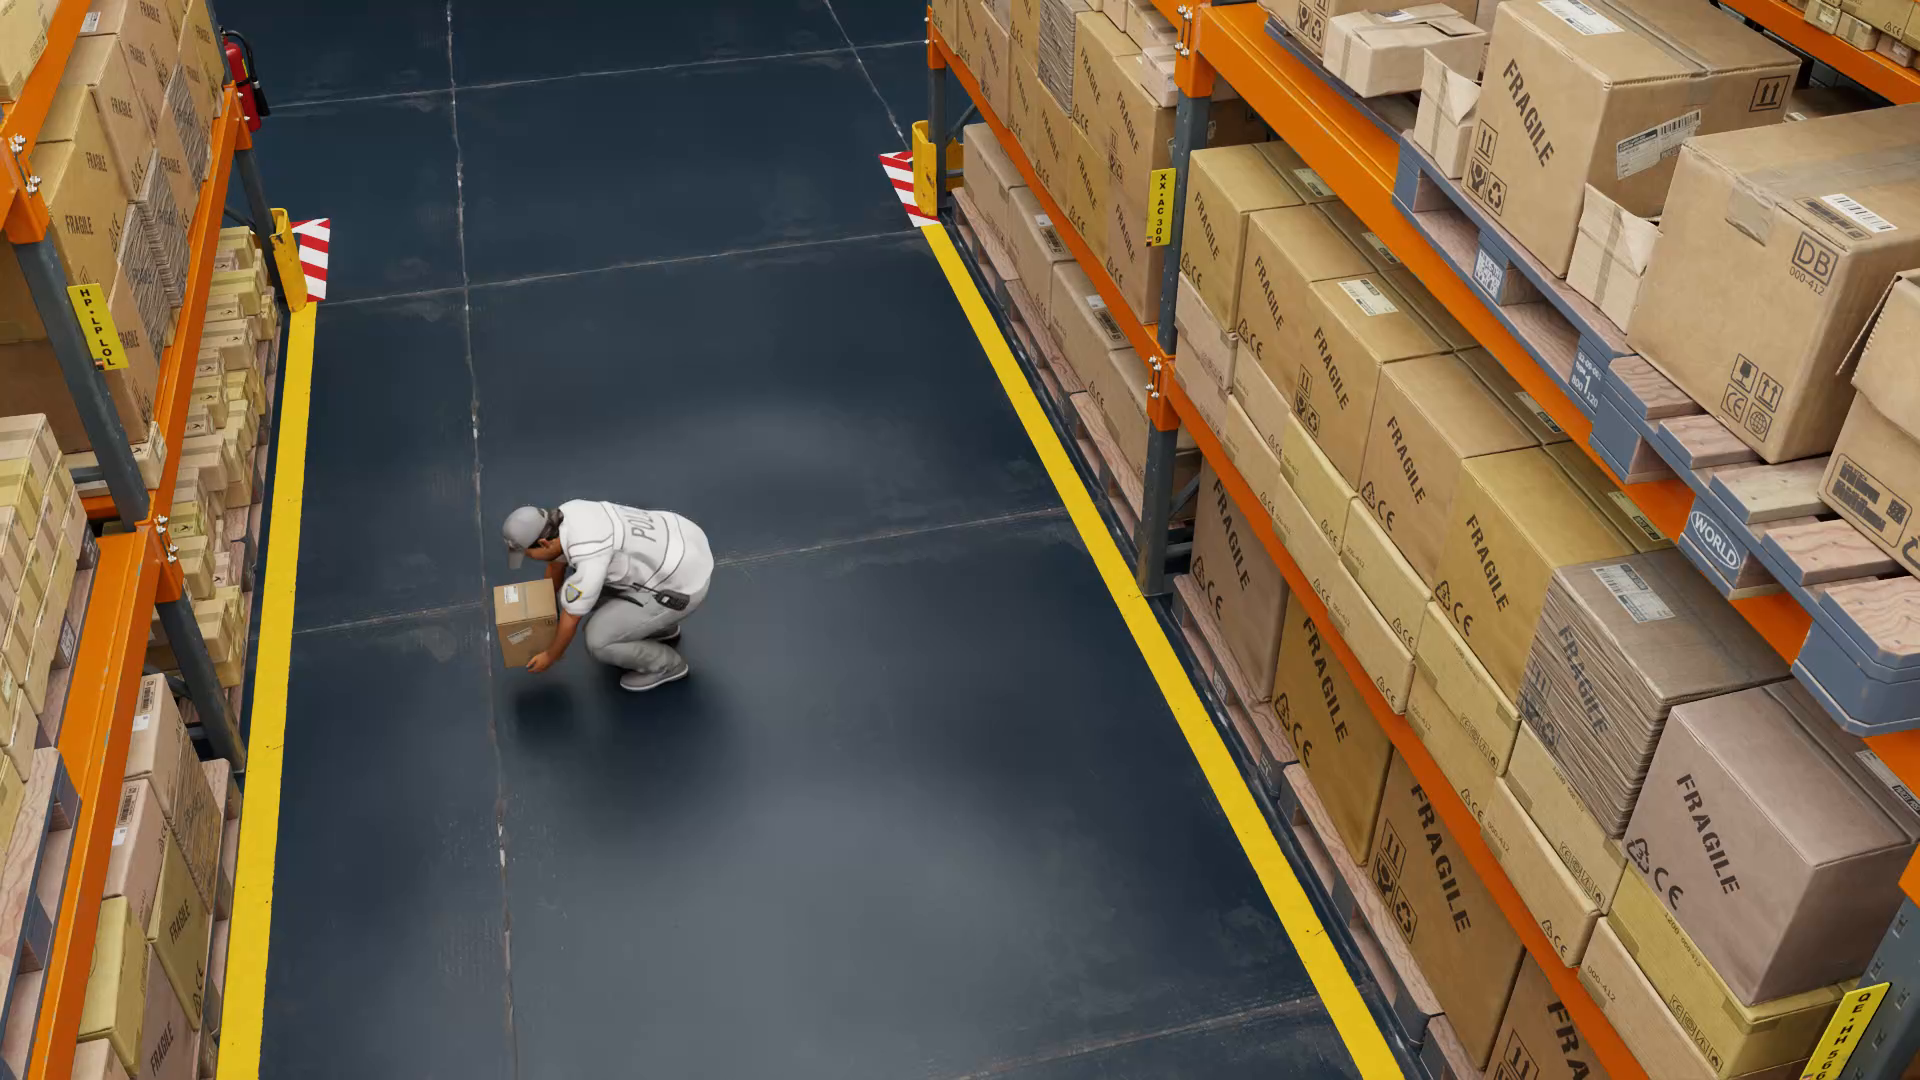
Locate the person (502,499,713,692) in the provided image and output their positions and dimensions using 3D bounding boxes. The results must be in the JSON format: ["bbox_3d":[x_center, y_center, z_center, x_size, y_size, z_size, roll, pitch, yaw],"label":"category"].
[{"bbox_3d":[-1.471,0.184,7.054,0.852,0.959,0.527,-10,39,-12],"label":"person"}]
